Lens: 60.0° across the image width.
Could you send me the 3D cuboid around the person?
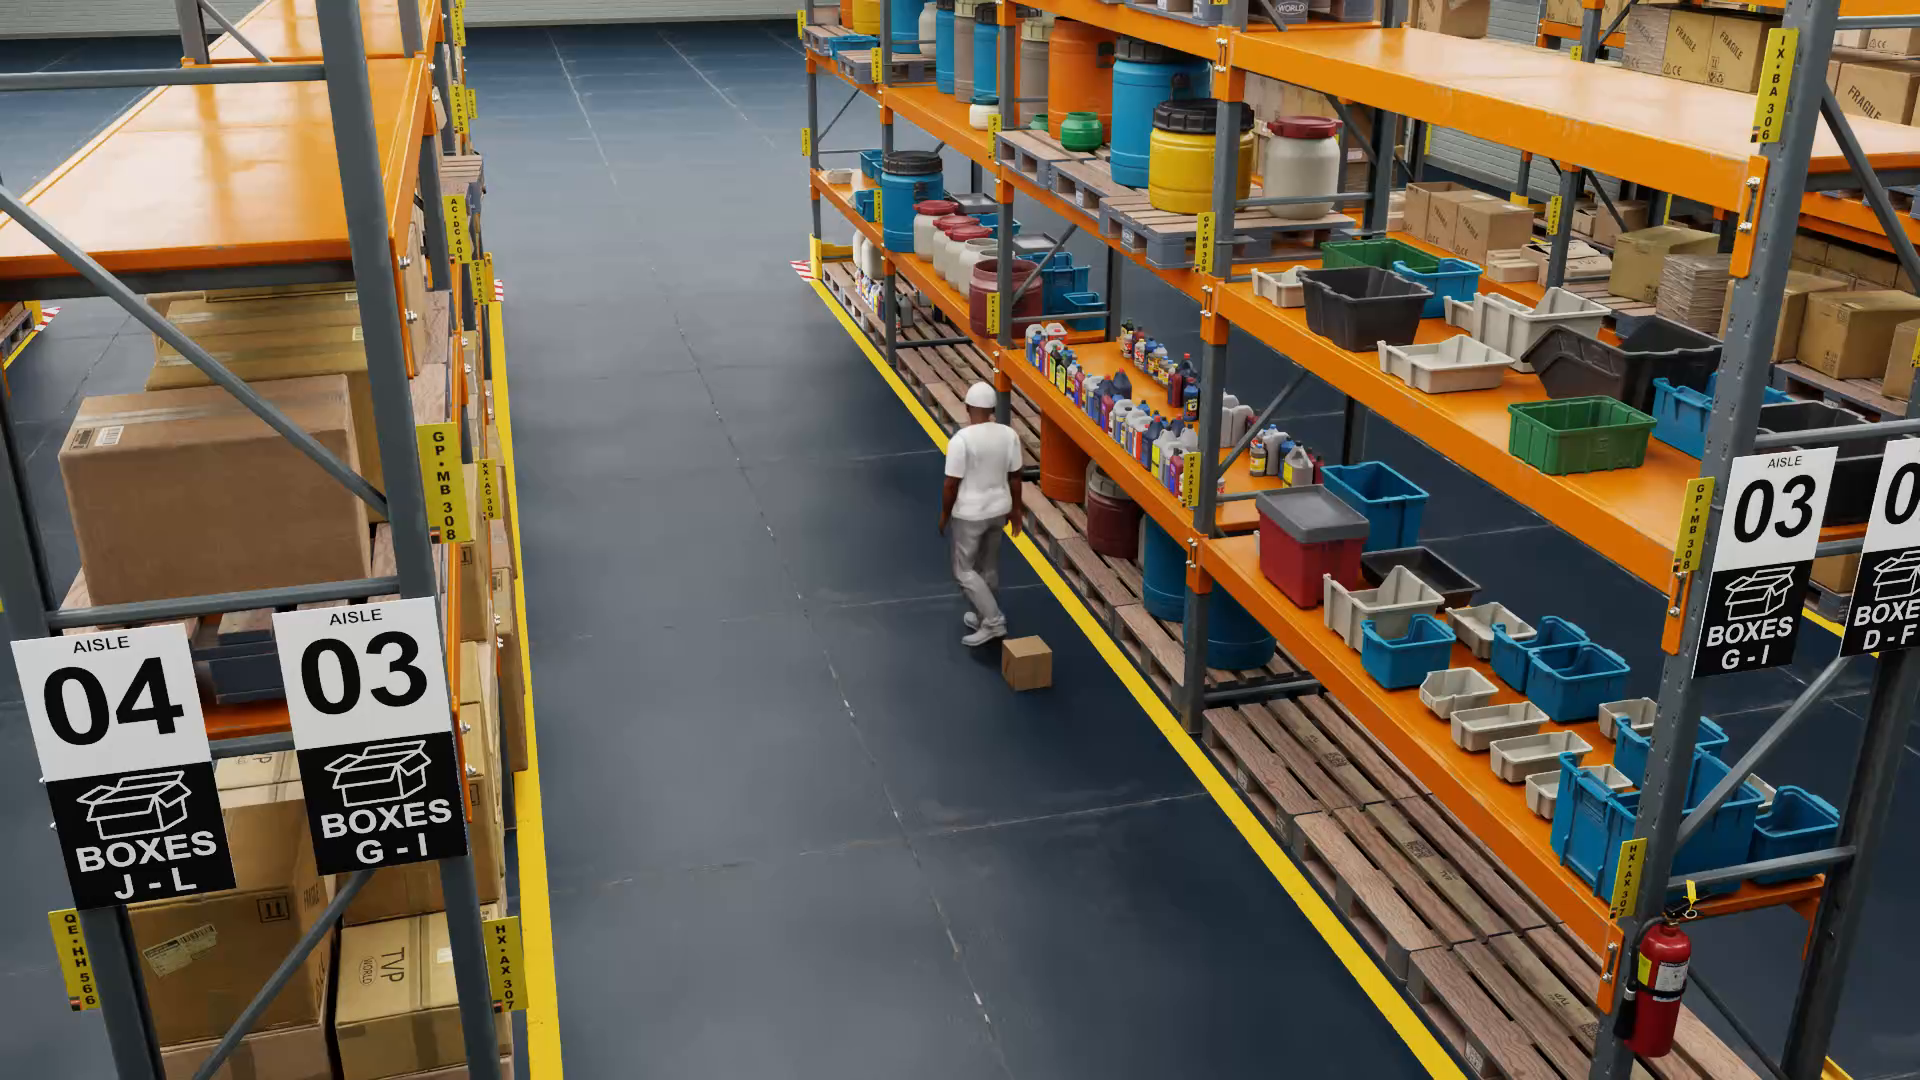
[{"bbox_3d":[0.184,-0.150,10.985,0.589,1.764,0.607,-15,27,-32],"label":"person"}]
